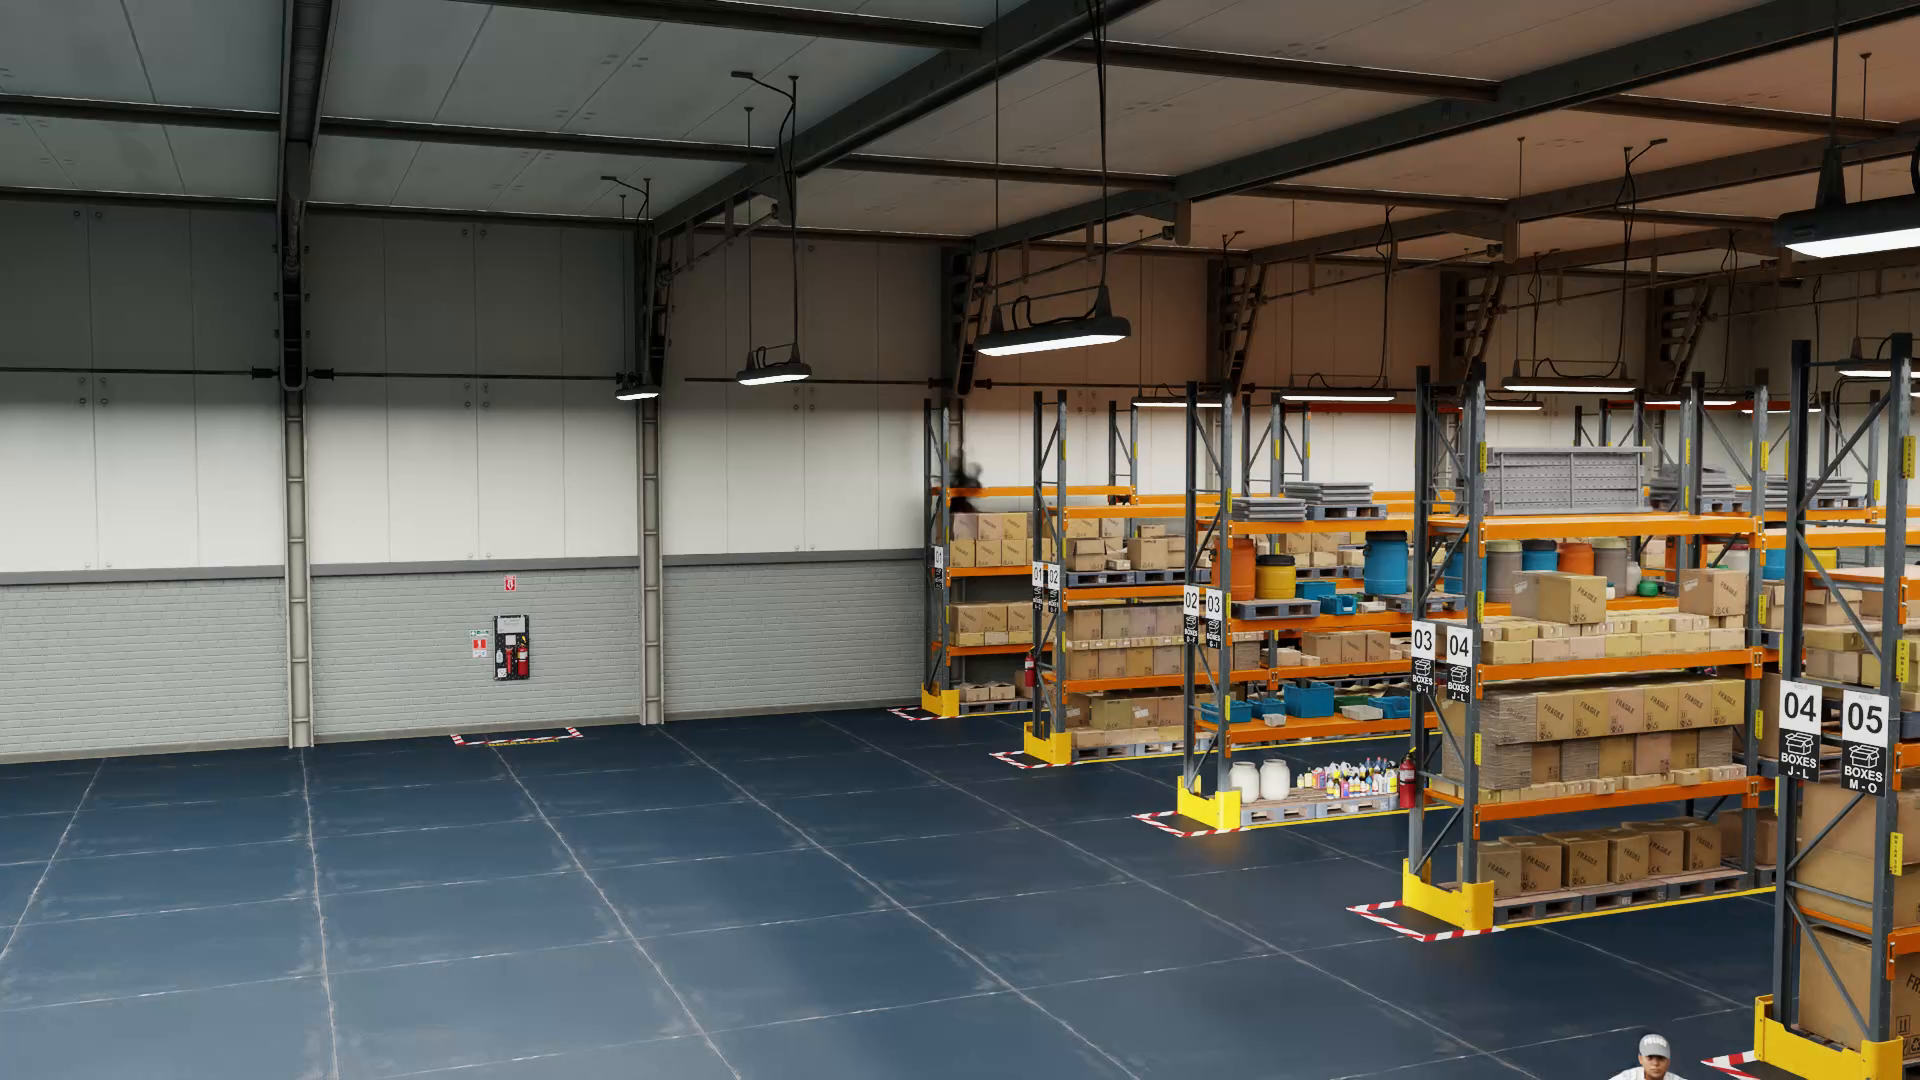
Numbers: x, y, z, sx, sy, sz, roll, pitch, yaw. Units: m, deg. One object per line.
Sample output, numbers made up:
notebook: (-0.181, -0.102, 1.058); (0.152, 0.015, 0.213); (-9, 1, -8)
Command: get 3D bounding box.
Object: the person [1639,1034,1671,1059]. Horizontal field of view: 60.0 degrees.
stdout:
person: (4.151, 3.761, 10.027); (0.391, 1.624, 0.574); (1, 3, 16)
